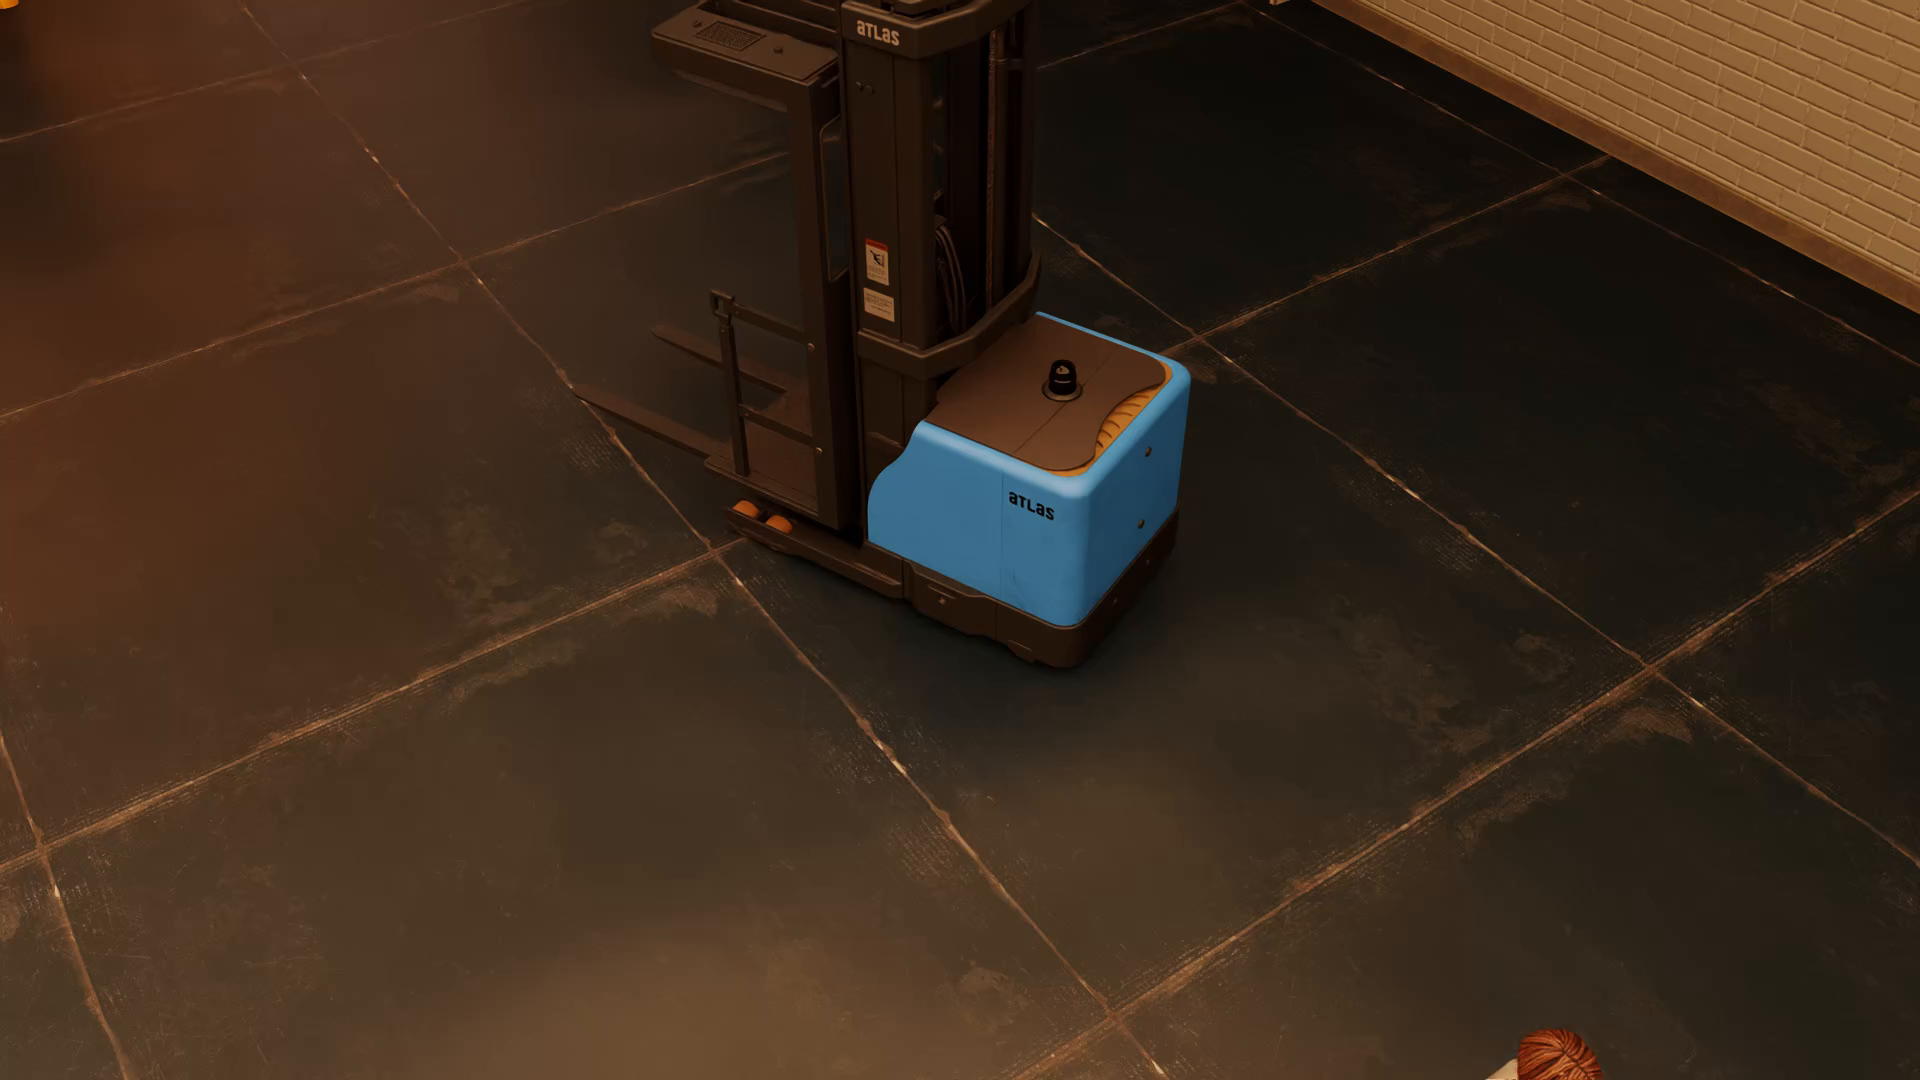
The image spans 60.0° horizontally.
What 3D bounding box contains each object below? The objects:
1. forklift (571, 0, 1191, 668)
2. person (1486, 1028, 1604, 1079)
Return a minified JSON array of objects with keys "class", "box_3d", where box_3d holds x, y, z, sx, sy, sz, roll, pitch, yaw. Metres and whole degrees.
[{"class":"forklift","box_3d":[-0.511,-1.302,7.129,3.031,2.935,1.130,24,48,24]},{"class":"person","box_3d":[1.530,1.866,4.730,0.510,1.628,0.459,-23,47,-23]}]
